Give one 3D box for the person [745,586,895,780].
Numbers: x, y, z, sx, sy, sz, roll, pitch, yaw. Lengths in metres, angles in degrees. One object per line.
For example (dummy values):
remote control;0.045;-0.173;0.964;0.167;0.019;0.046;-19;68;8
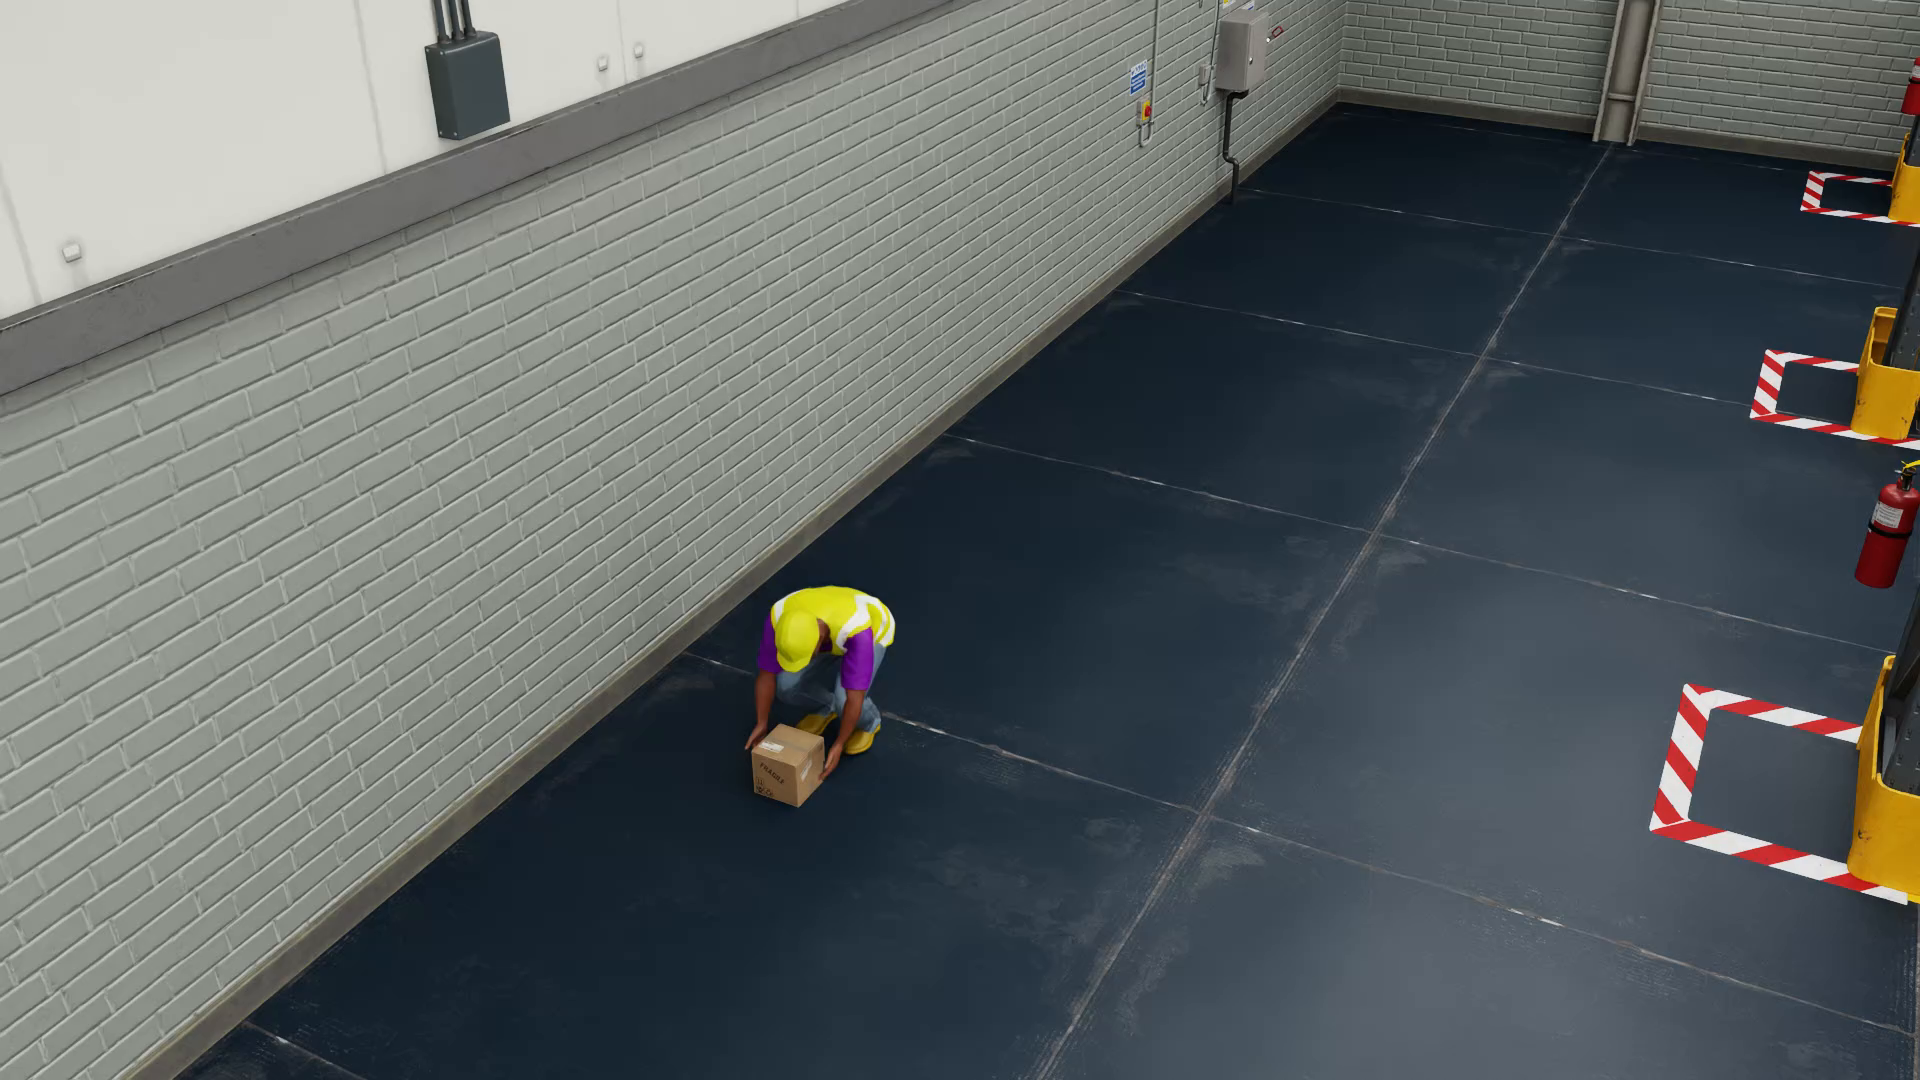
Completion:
person;-0.617;0.603;7.998;0.584;0.994;0.891;14;33;23
